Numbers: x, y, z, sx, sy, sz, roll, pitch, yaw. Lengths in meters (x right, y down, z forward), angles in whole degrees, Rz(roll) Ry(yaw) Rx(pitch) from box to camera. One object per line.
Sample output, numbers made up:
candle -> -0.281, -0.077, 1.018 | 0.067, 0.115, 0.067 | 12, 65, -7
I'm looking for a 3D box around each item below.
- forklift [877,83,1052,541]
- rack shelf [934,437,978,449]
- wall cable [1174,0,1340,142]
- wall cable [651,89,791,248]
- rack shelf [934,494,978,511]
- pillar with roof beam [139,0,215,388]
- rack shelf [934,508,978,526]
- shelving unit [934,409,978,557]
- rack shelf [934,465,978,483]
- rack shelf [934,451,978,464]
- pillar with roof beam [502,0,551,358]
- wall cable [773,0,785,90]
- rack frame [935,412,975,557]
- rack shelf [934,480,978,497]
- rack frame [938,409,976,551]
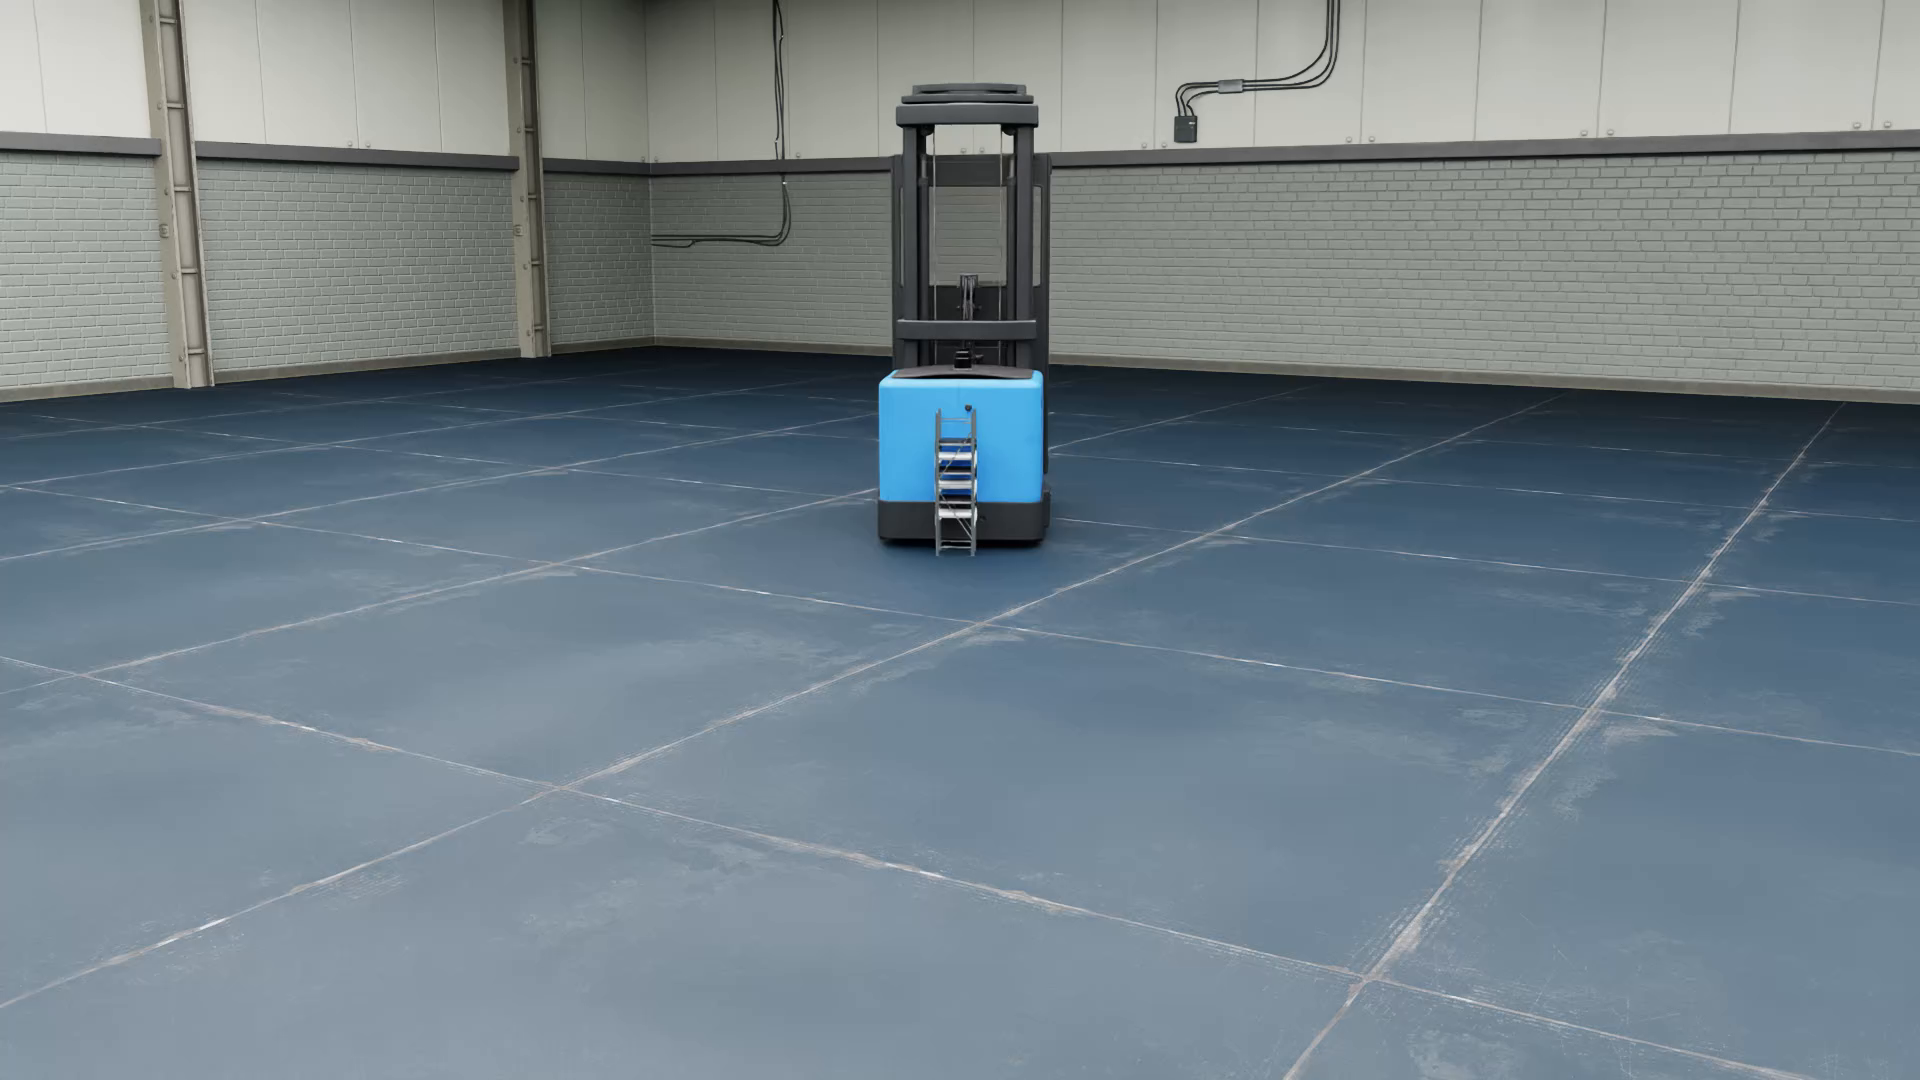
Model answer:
forklift -> 0.090, -1.651, 11.723 | 1.130, 2.935, 3.031 | 1, 11, 4
rack shelf -> -0.024, -0.587, 10.275 | 0.258, 0.077, 0.200 | 1, 11, 4
wall cable -> 4.009, -8.442, 22.267 | 2.305, 6.003, 0.169 | 6, 12, 31
wall cable -> -4.096, -6.154, 27.724 | 3.097, 2.526, 0.112 | 6, 12, 31
rack shelf -> -0.024, -0.234, 10.341 | 0.258, 0.077, 0.200 | 1, 11, 4
pillar with roof beam -> -6.192, -5.988, 18.401 | 9.100, 9.000, 0.400 | 6, 12, 31
rack shelf -> -0.024, -0.145, 10.358 | 0.258, 0.077, 0.200 | 1, 11, 4
shelving unit -> -0.024, -0.355, 10.318 | 0.258, 0.900, 0.210 | 1, 11, 4
rack shelf -> -0.024, -0.411, 10.308 | 0.258, 0.077, 0.200 | 1, 11, 4
rack shelf -> -0.024, -0.499, 10.291 | 0.258, 0.077, 0.200 | 1, 11, 4
pillar with roof beam -> -3.076, -6.932, 23.441 | 9.100, 9.000, 0.400 | 6, 12, 31
wall cable -> -1.784, -8.378, 25.879 | 3.097, 2.526, 0.112 | 6, 12, 31
rack frame -> -0.031, -0.336, 10.219 | 0.240, 0.900, 0.006 | 1, 11, 4
rack shelf -> -0.024, -0.322, 10.325 | 0.258, 0.077, 0.200 | 1, 11, 4
rack frame -> -0.018, -0.373, 10.418 | 0.240, 0.900, 0.006 | 1, 11, 4
